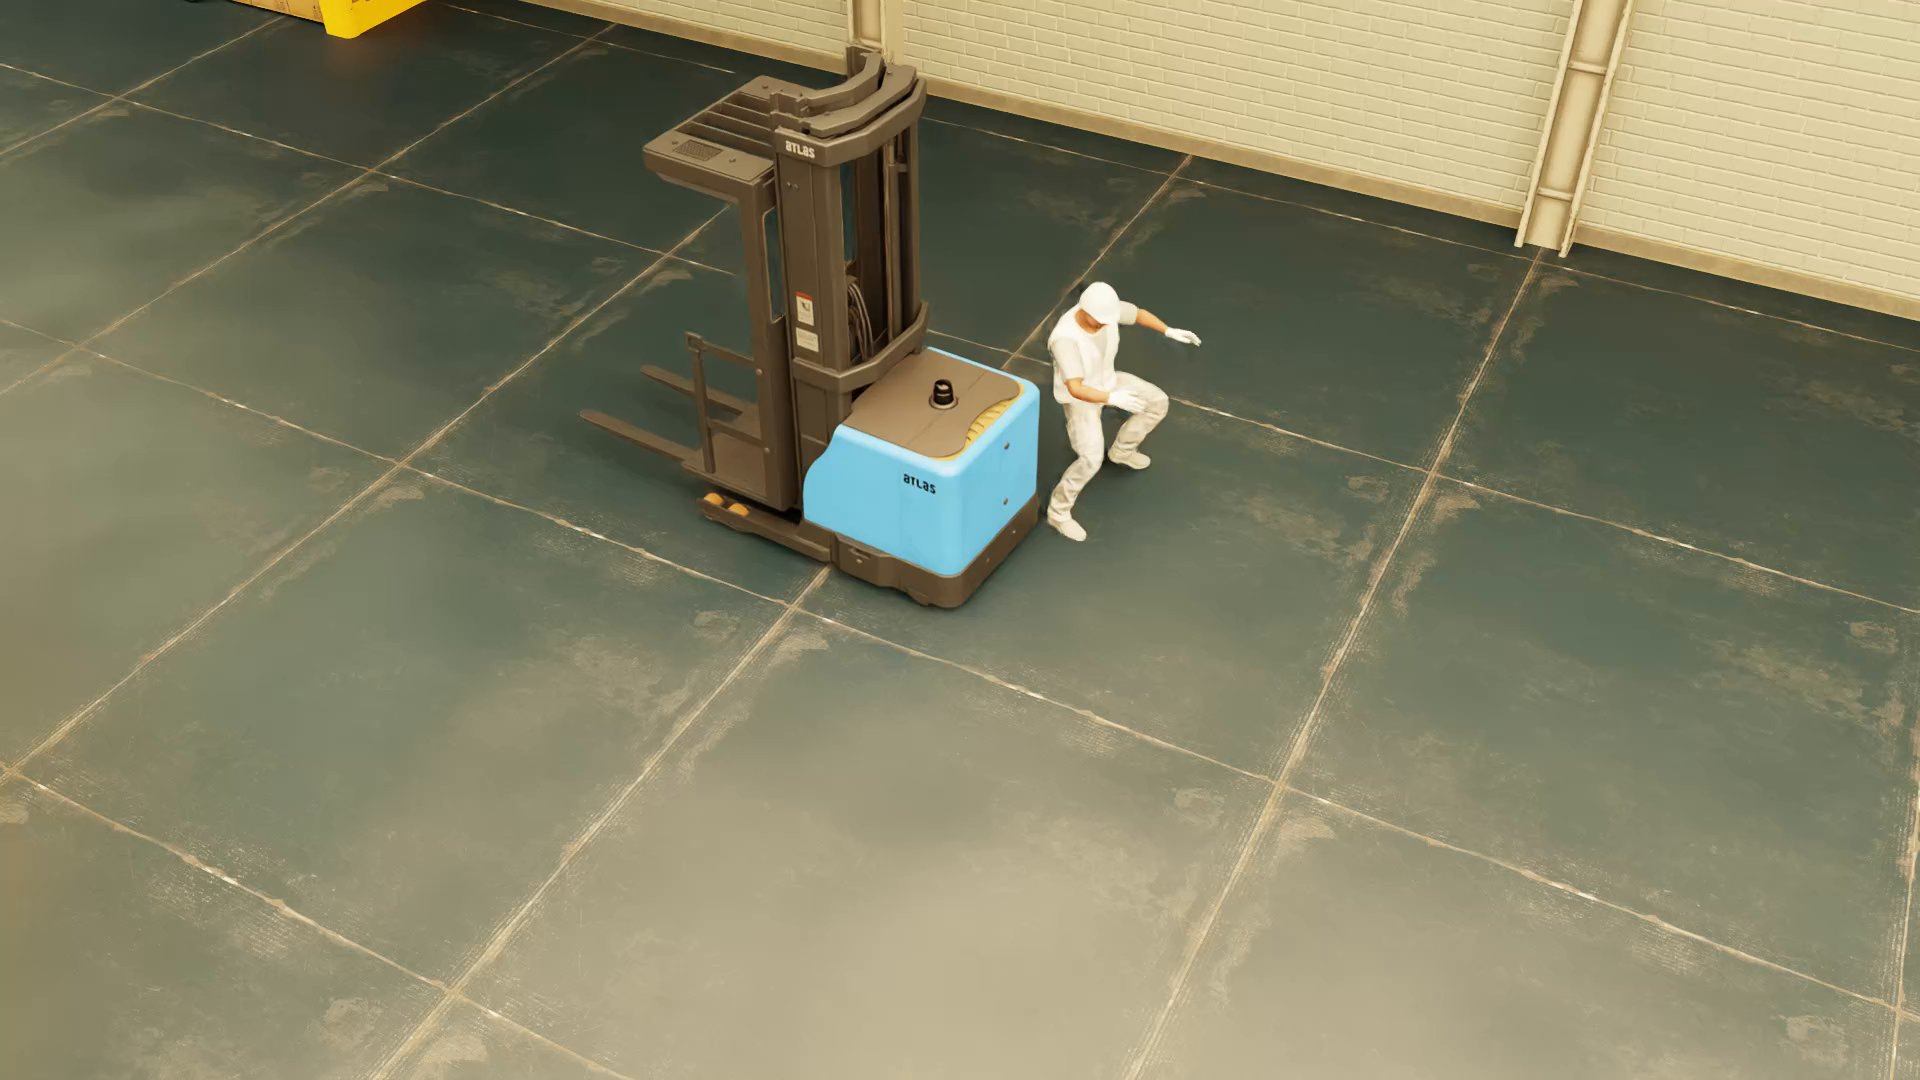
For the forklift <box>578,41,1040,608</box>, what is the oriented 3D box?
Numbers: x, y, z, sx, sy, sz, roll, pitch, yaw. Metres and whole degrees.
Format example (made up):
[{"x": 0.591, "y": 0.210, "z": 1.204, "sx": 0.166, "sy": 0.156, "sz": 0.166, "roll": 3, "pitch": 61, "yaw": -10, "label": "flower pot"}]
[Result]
[{"x": -1.043, "y": -1.445, "z": 9.702, "sx": 3.031, "sy": 2.935, "sz": 1.130, "roll": 22, "pitch": 45, "yaw": 24, "label": "forklift"}]

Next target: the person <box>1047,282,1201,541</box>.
[{"x": 0.938, "y": -0.875, "z": 10.119, "sx": 0.790, "sy": 1.565, "sz": 1.018, "roll": 33, "pitch": 50, "yaw": 33, "label": "person"}]
